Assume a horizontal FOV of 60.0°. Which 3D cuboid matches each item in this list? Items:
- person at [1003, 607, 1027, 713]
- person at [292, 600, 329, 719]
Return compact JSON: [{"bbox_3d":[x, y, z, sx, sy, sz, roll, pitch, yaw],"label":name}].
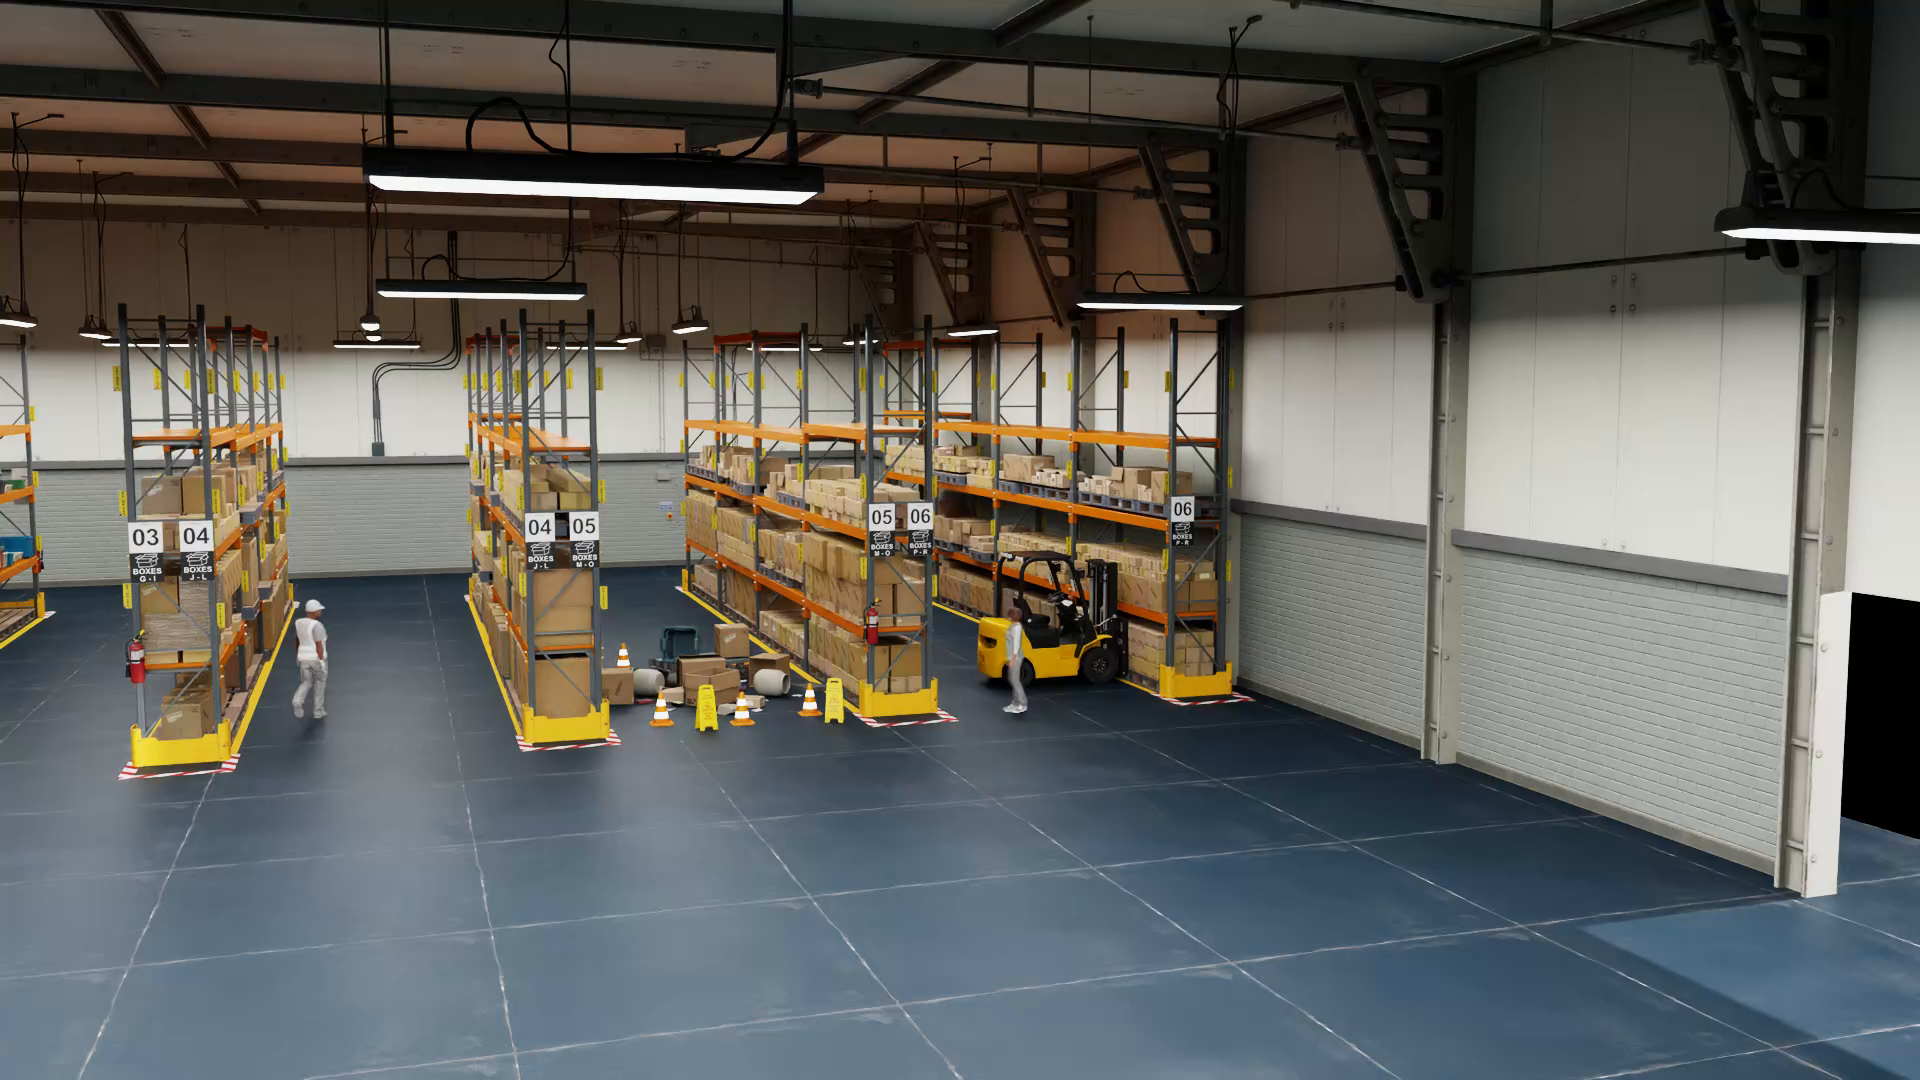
[{"bbox_3d":[0.838,1.816,25.220,0.354,1.613,0.458,-1,6,-12],"label":"person"},{"bbox_3d":[-9.629,1.775,24.599,0.531,1.776,0.670,1,5,9],"label":"person"}]
